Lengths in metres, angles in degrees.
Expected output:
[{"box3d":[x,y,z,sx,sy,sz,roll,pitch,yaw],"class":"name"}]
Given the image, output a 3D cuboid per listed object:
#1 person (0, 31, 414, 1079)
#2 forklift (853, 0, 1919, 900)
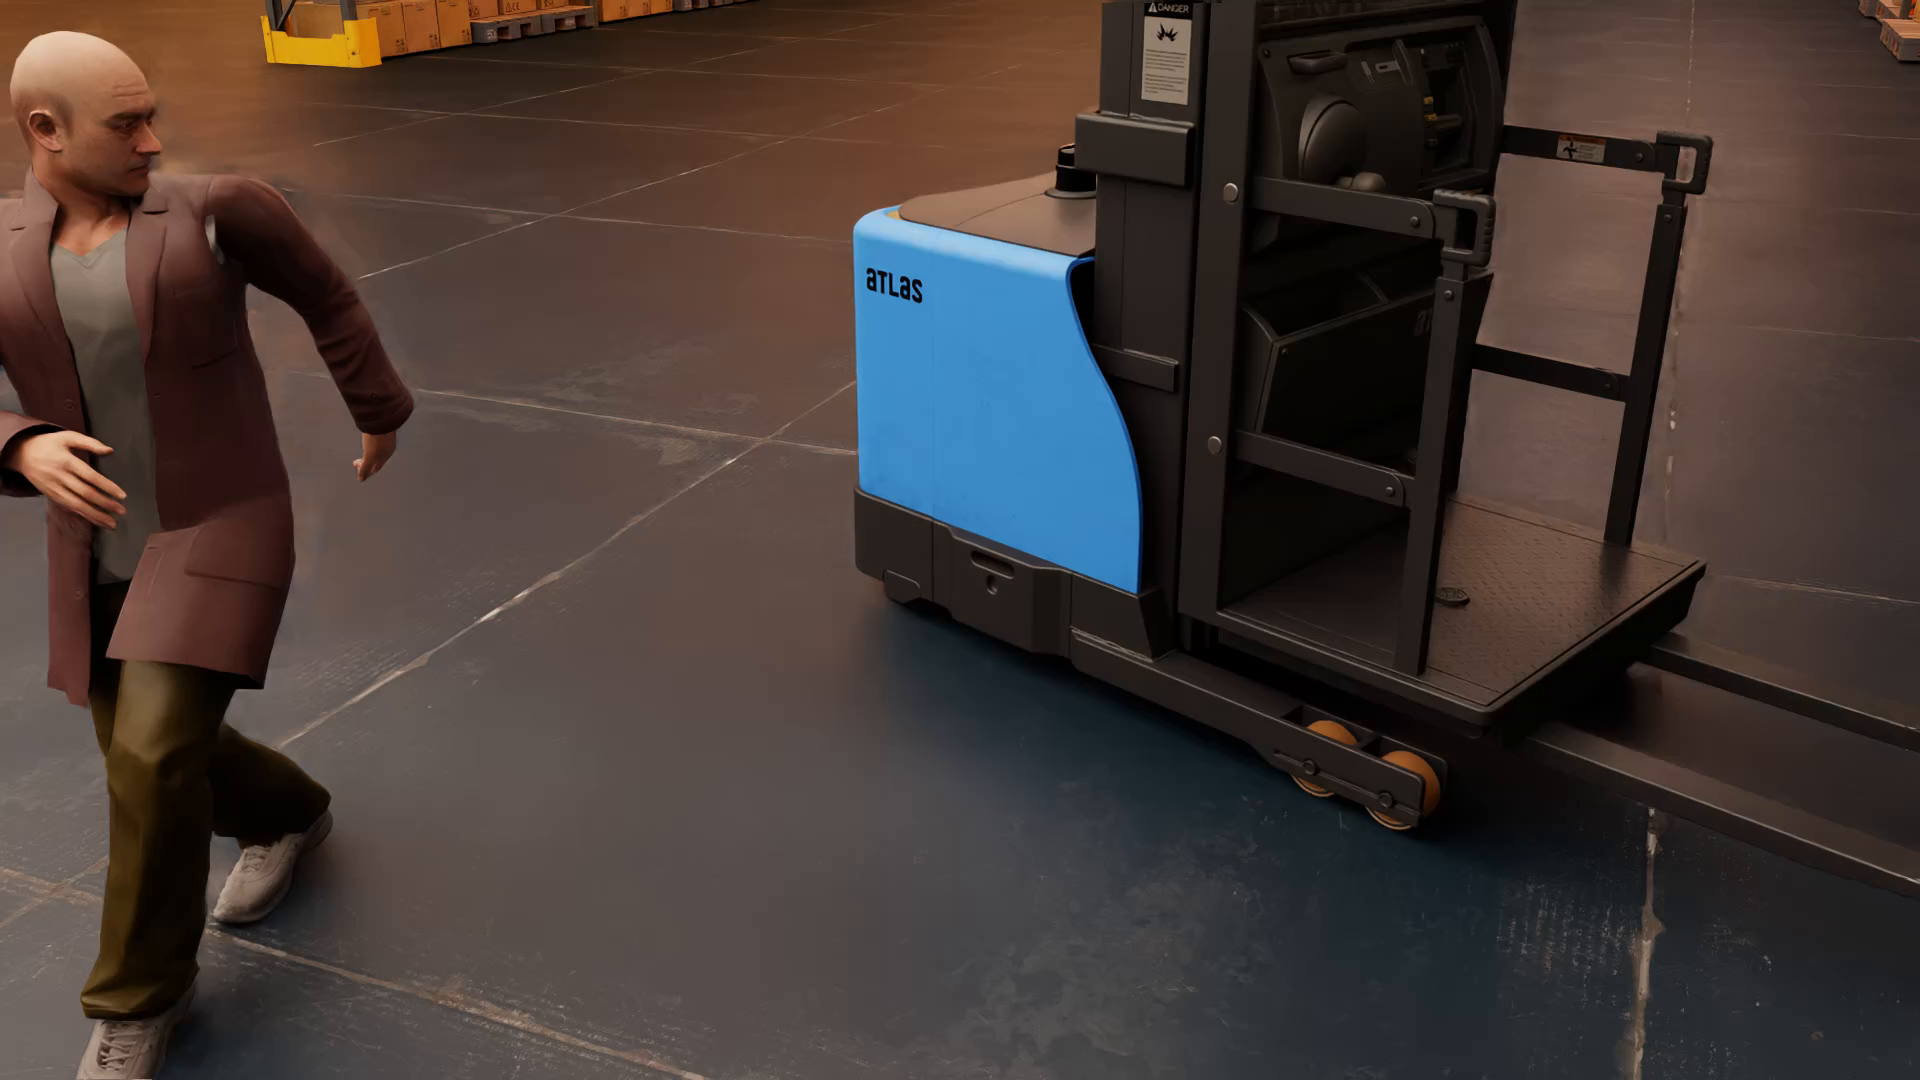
[{"box3d":[-1.396,0.018,2.896,0.613,1.731,1.009,2,23,5],"class":"person"},{"box3d":[1.104,-0.952,3.570,3.031,2.935,1.130,21,30,40],"class":"forklift"}]
